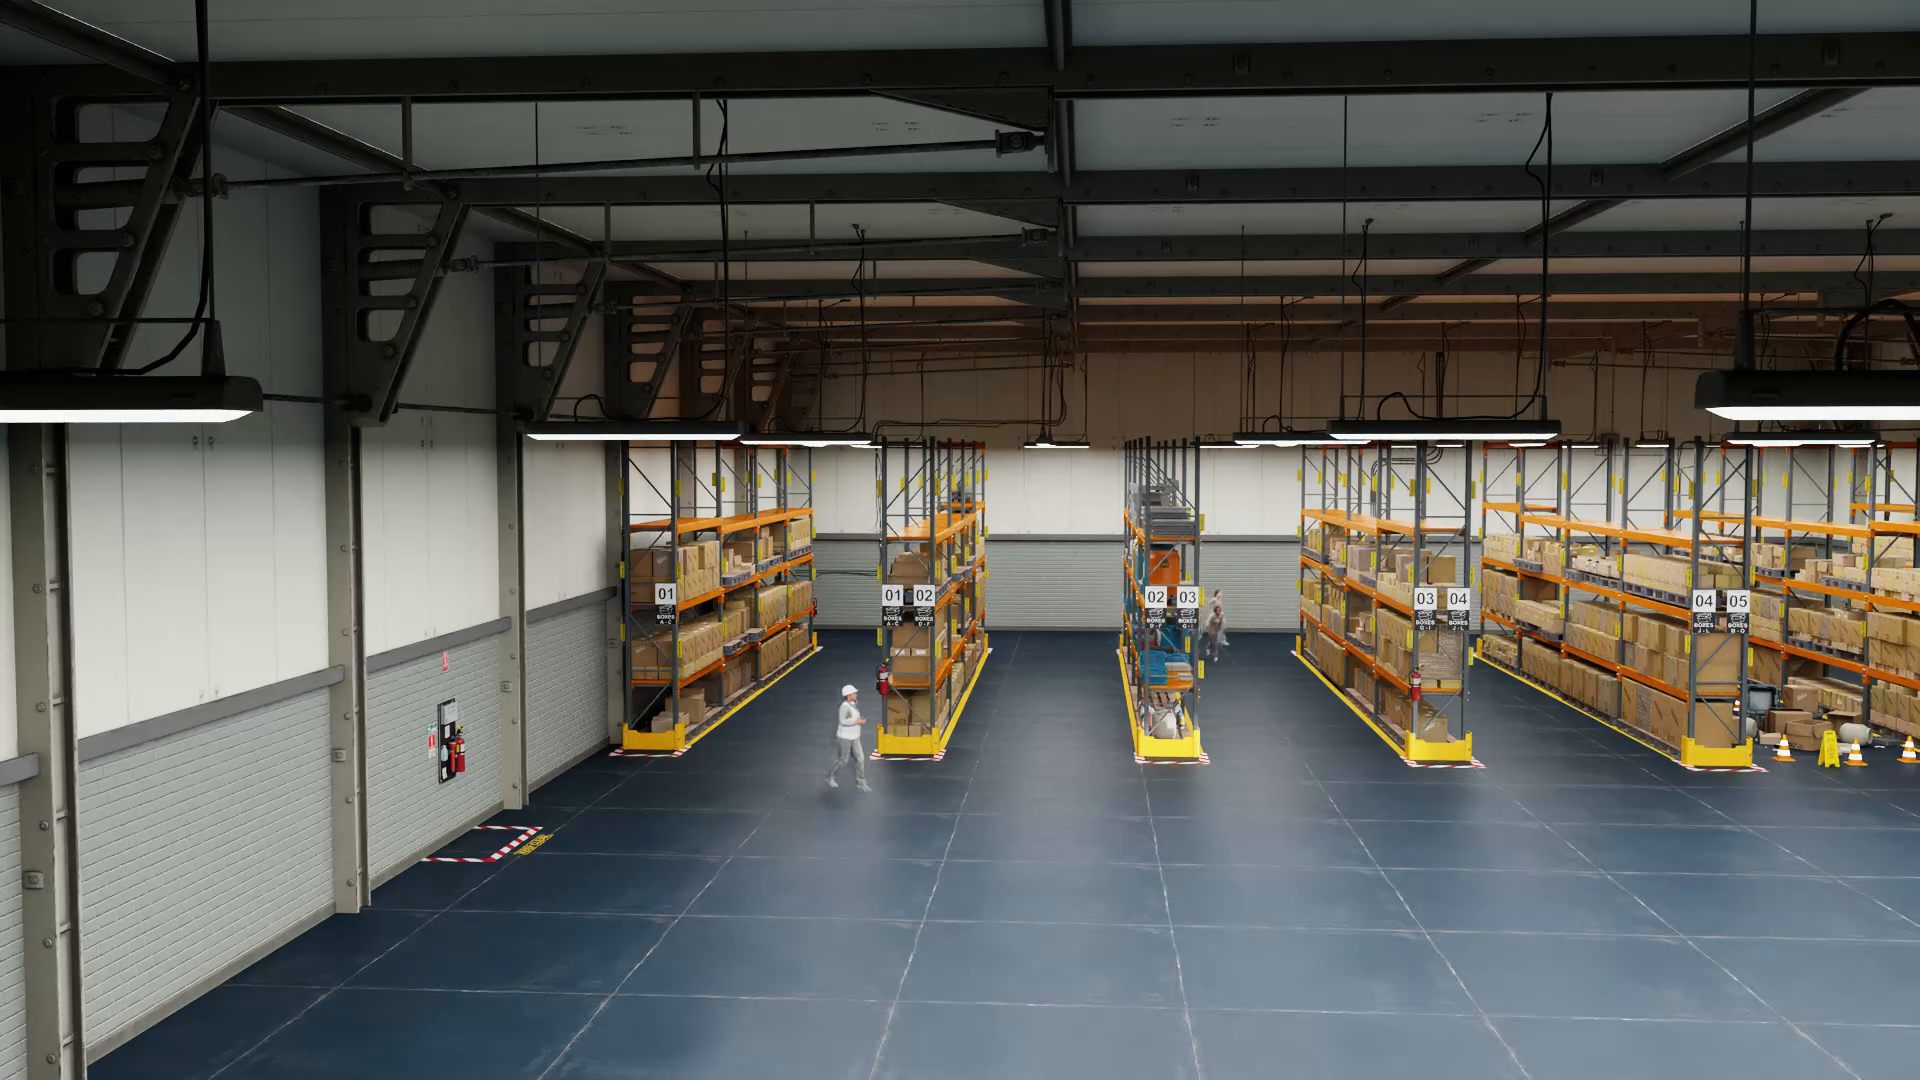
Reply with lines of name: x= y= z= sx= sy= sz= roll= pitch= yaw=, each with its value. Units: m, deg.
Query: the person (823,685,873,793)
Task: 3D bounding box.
person: x=-1.903 y=3.341 z=27.916 sx=0.871 sy=1.813 sz=0.635 roll=1 pitch=3 yaw=19

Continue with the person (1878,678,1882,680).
person: x=21.986 y=2.806 z=39.349 sx=0.589 sy=1.733 sz=0.758 roll=0 pitch=3 yaw=-3

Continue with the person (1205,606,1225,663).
person: x=6.927 y=2.549 z=45.449 sx=0.559 sy=1.548 sz=0.895 roll=-1 pitch=3 yaw=-15

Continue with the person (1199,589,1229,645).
person: x=7.494 y=2.273 z=49.350 sx=1.080 sy=1.659 sz=0.566 roll=2 pitch=4 yaw=31
